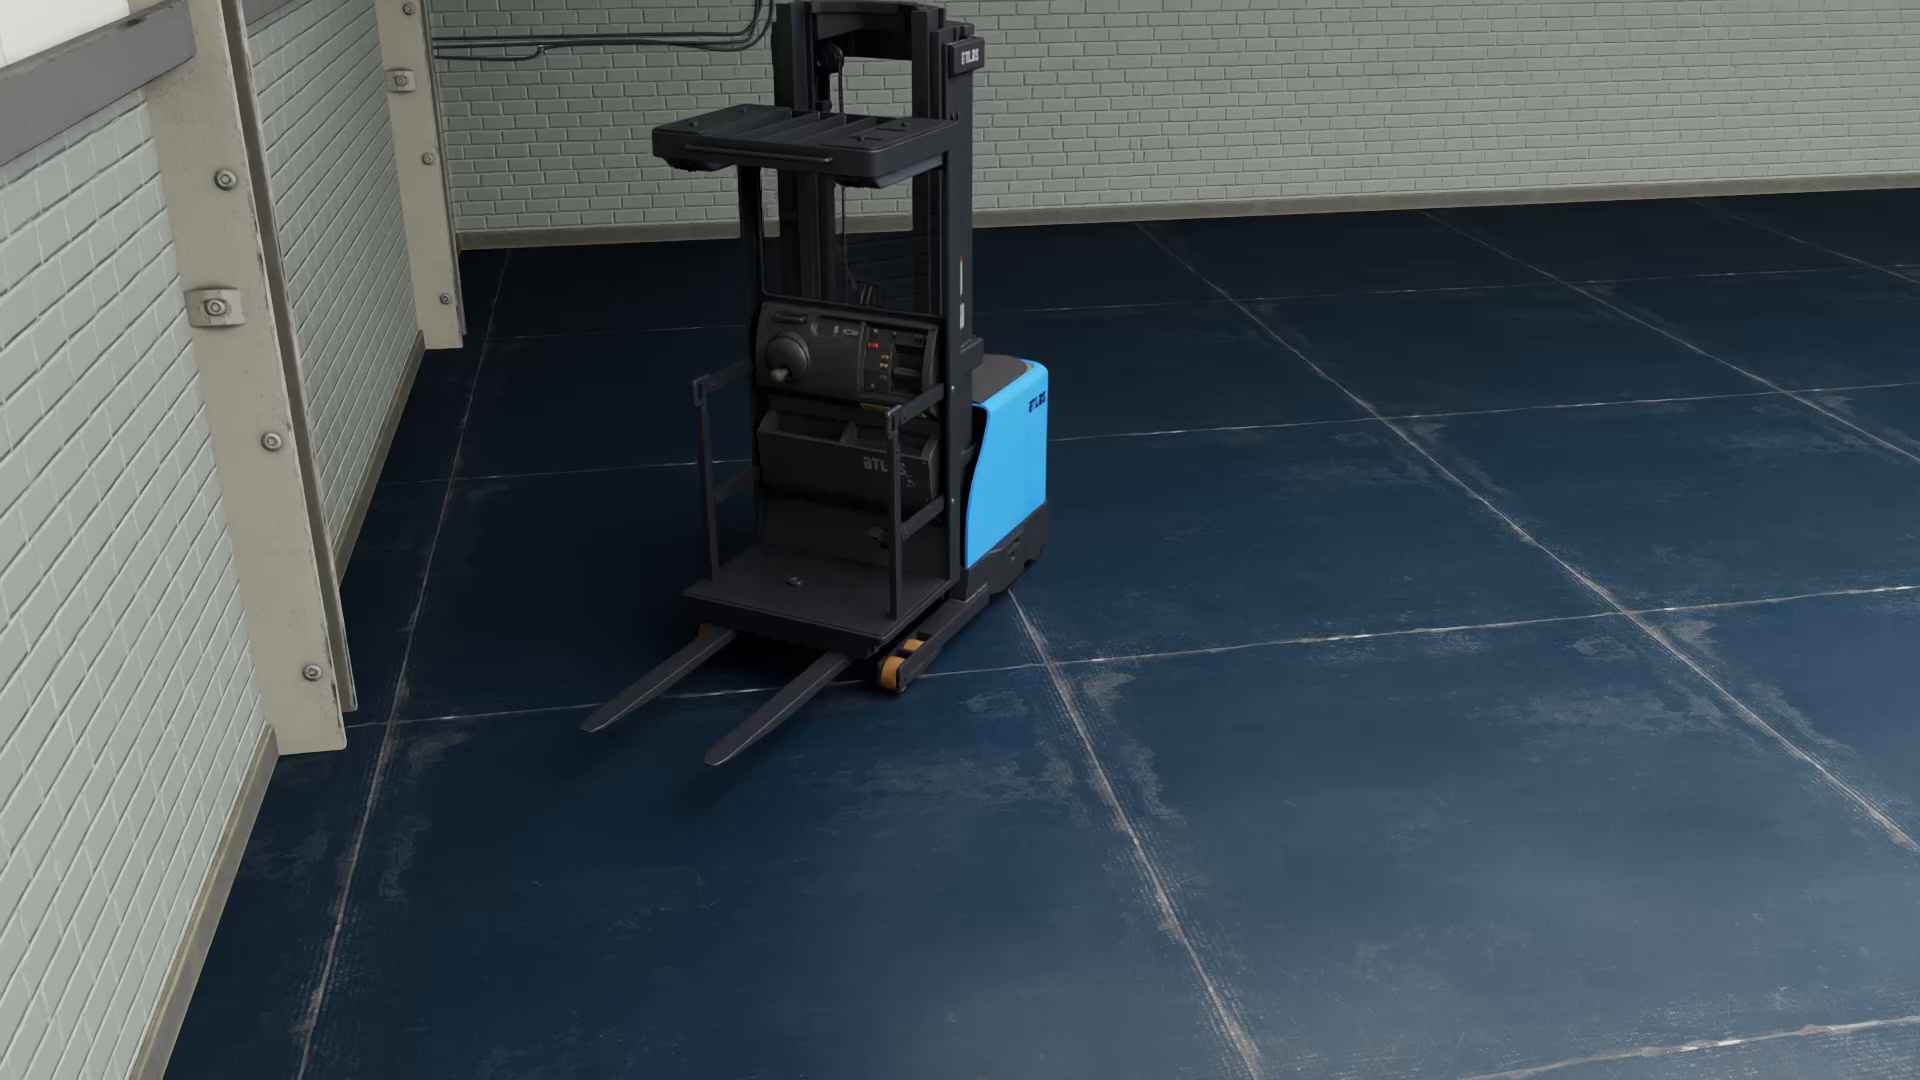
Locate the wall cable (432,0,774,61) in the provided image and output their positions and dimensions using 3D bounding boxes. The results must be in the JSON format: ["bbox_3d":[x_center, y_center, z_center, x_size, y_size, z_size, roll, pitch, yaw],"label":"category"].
[{"bbox_3d":[-3.199,-5.481,14.437,3.097,2.526,0.112,-4,24,-10],"label":"wall cable"}]

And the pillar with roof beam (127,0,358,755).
[{"bbox_3d":[1.386,-3.606,6.264,9.100,9.000,0.400,-4,24,-10],"label":"pillar with roof beam"}]

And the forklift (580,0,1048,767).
[{"bbox_3d":[-0.620,-0.842,7.516,1.130,2.935,3.031,11,26,23],"label":"forklift"}]

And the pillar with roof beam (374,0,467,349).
[{"bbox_3d":[0.277,-5.966,11.668,9.100,9.000,0.400,-4,24,-10],"label":"pillar with roof beam"}]
